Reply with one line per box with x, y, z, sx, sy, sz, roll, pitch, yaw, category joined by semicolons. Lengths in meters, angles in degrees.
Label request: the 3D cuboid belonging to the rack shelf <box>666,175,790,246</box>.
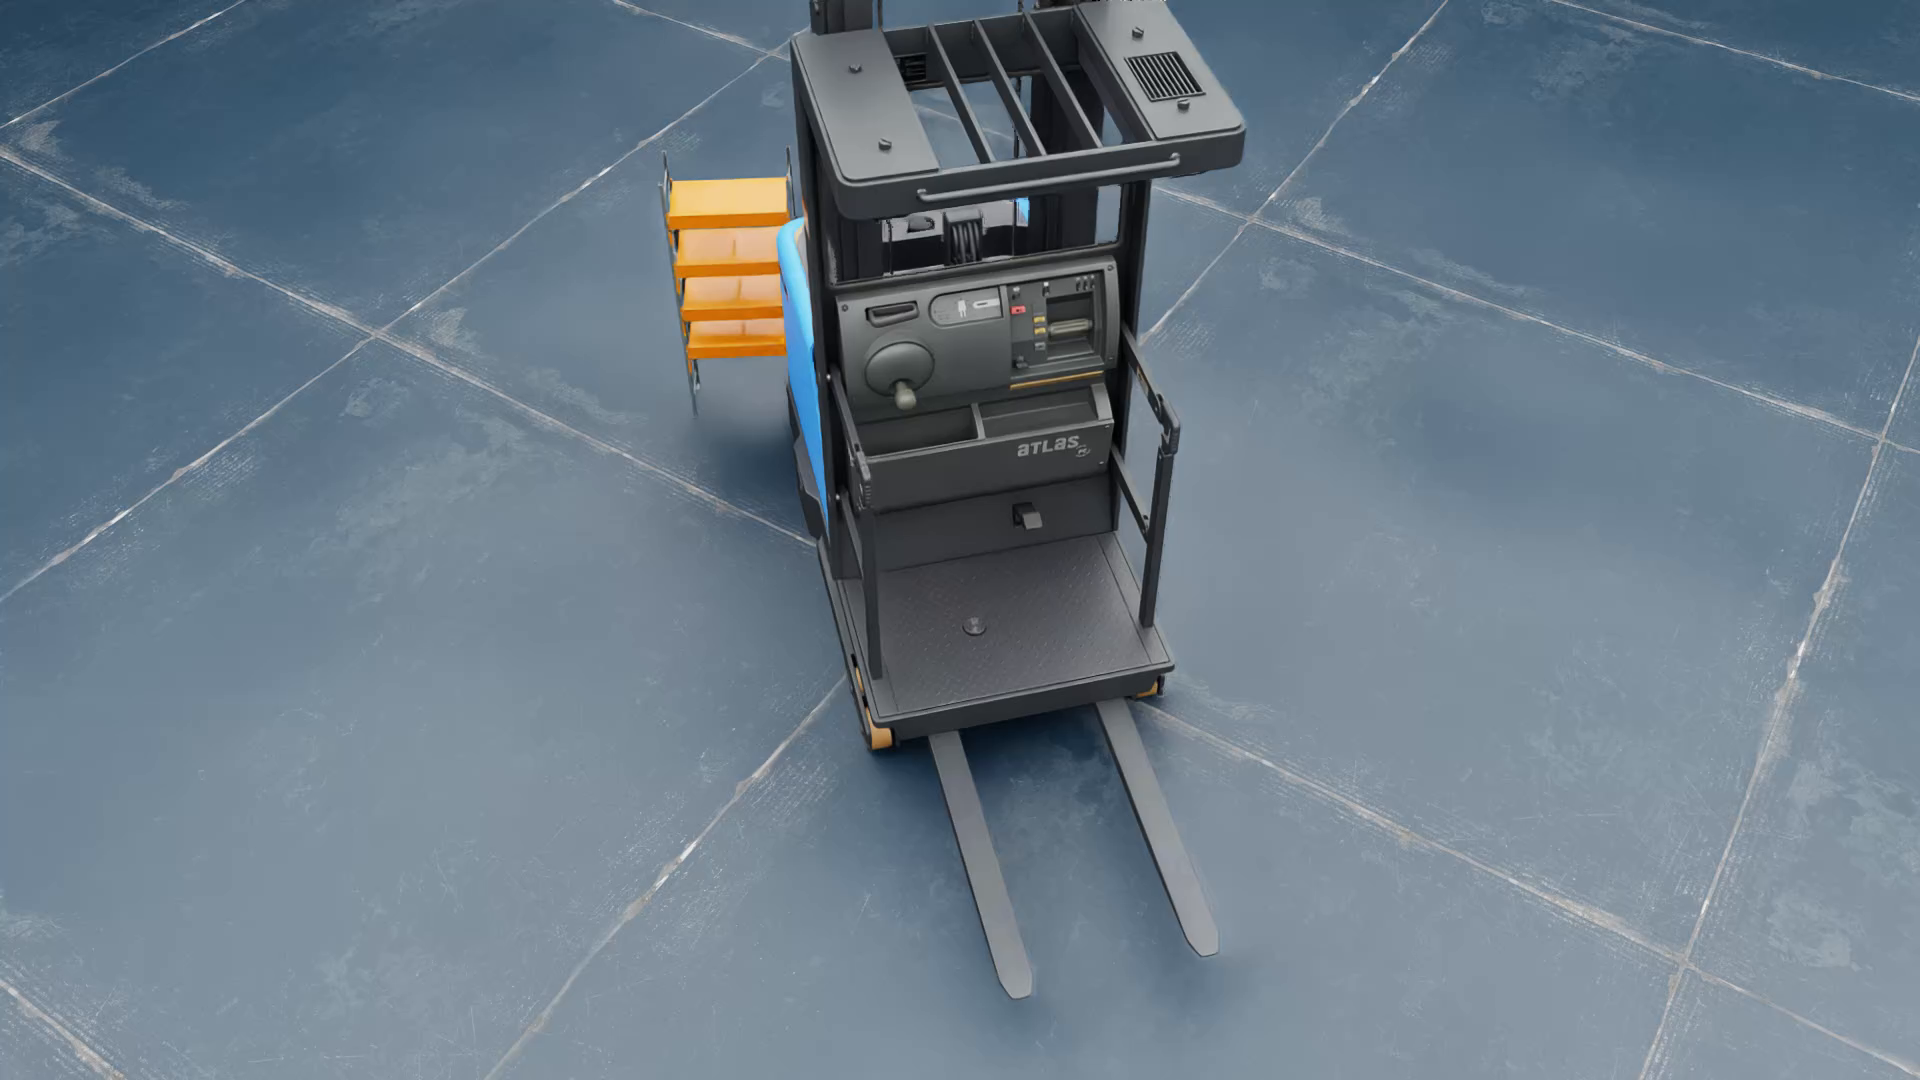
-0.919;-1.320;6.648;0.480;0.148;0.258;-3;46;-3;rack shelf

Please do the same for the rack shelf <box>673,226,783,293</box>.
-0.919;-1.155;6.818;0.480;0.148;0.258;-3;46;-3;rack shelf

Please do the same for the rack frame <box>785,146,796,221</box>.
-0.675;-1.057;6.941;0.015;1.200;0.240;-3;46;-3;rack frame

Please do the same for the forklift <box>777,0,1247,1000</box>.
0.121;-0.574;5.264;1.130;2.935;3.031;-10;47;-10;forklift

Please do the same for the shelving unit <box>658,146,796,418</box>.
-0.919;-1.046;6.930;0.503;1.200;0.258;-3;46;-3;shelving unit

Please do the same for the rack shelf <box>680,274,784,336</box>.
-0.919;-0.999;6.978;0.480;0.148;0.258;-3;46;-3;rack shelf

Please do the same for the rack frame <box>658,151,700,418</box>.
-1.162;-1.035;6.919;0.015;1.200;0.240;-3;46;-3;rack frame

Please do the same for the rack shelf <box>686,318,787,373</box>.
-0.919;-0.861;7.121;0.480;0.148;0.258;-3;46;-3;rack shelf
